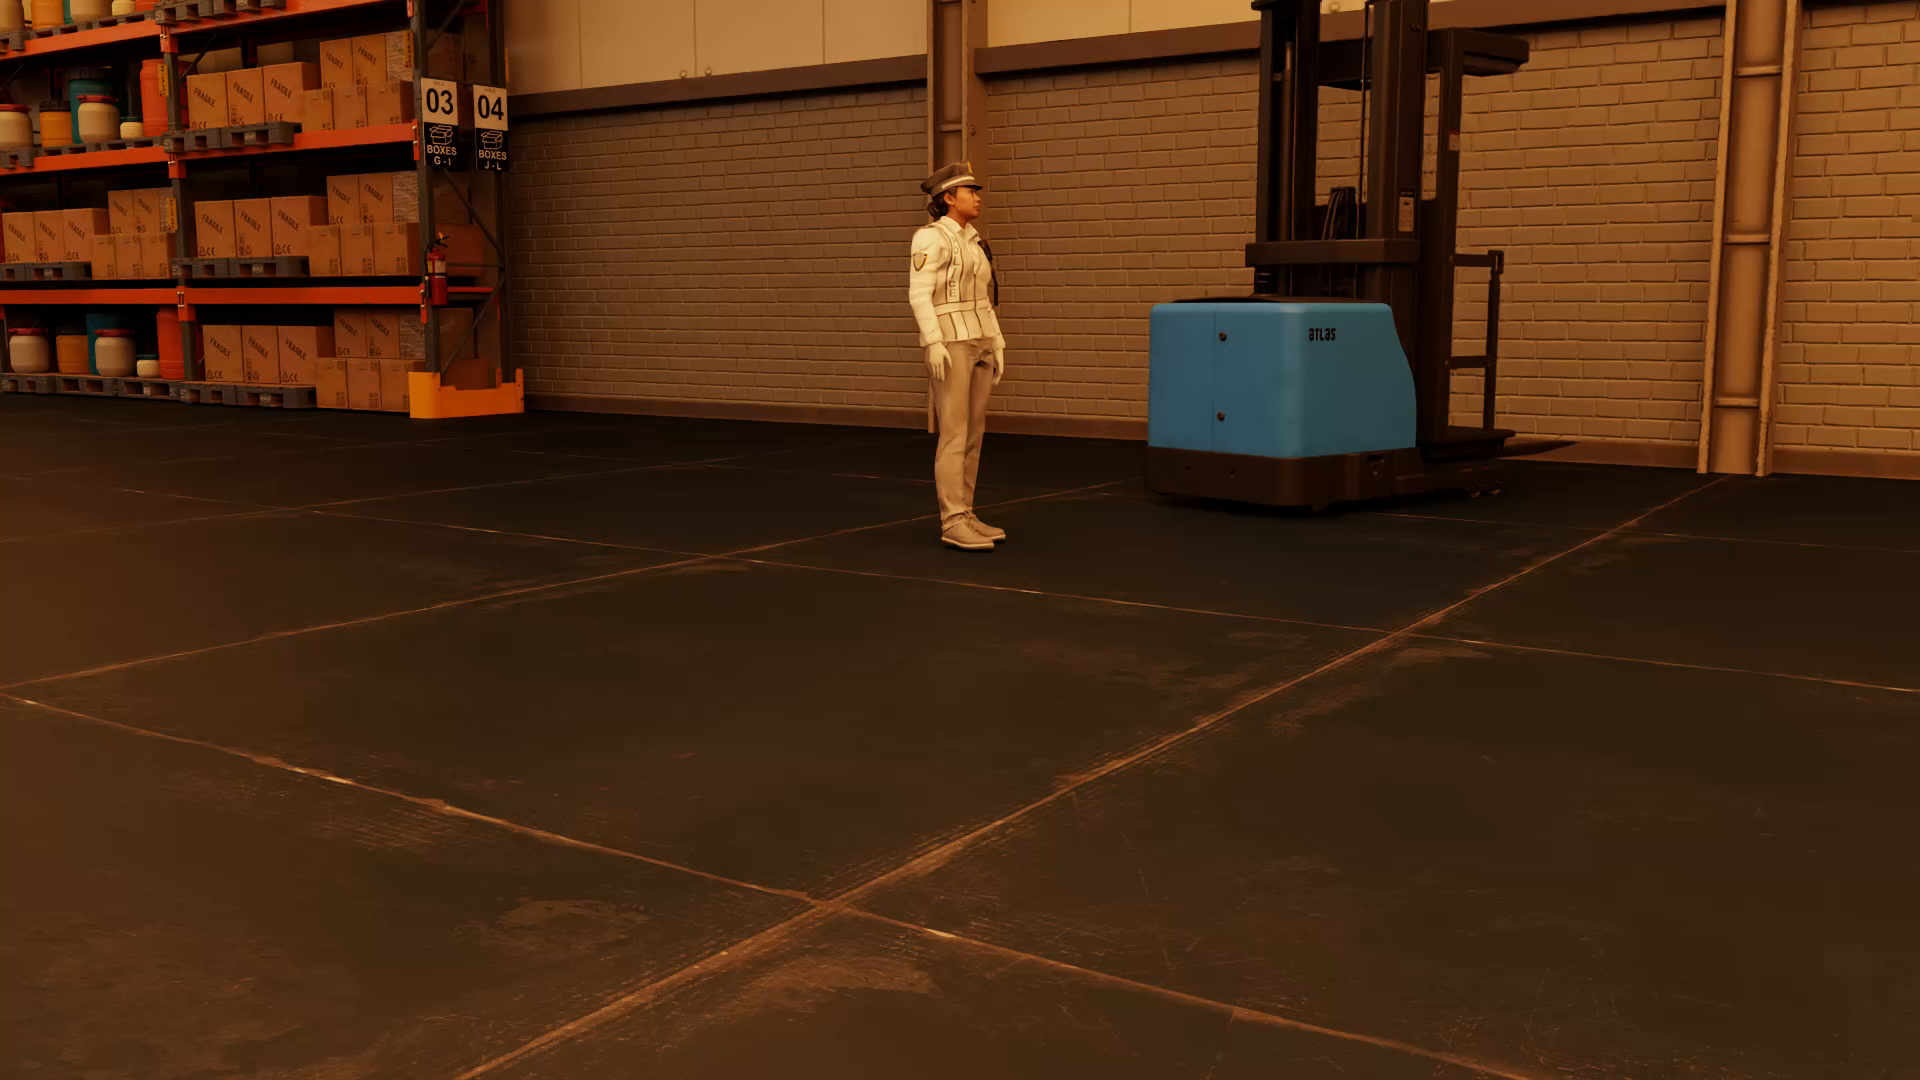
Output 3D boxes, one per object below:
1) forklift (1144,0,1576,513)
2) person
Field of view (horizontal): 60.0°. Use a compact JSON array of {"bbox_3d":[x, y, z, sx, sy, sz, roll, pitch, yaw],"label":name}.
[{"bbox_3d":[2.445,-1.734,9.388,3.031,2.935,1.130,-7,11,-40],"label":"forklift"},{"bbox_3d":[0.052,-0.840,7.441,0.534,1.696,0.587,5,10,34],"label":"person"}]
